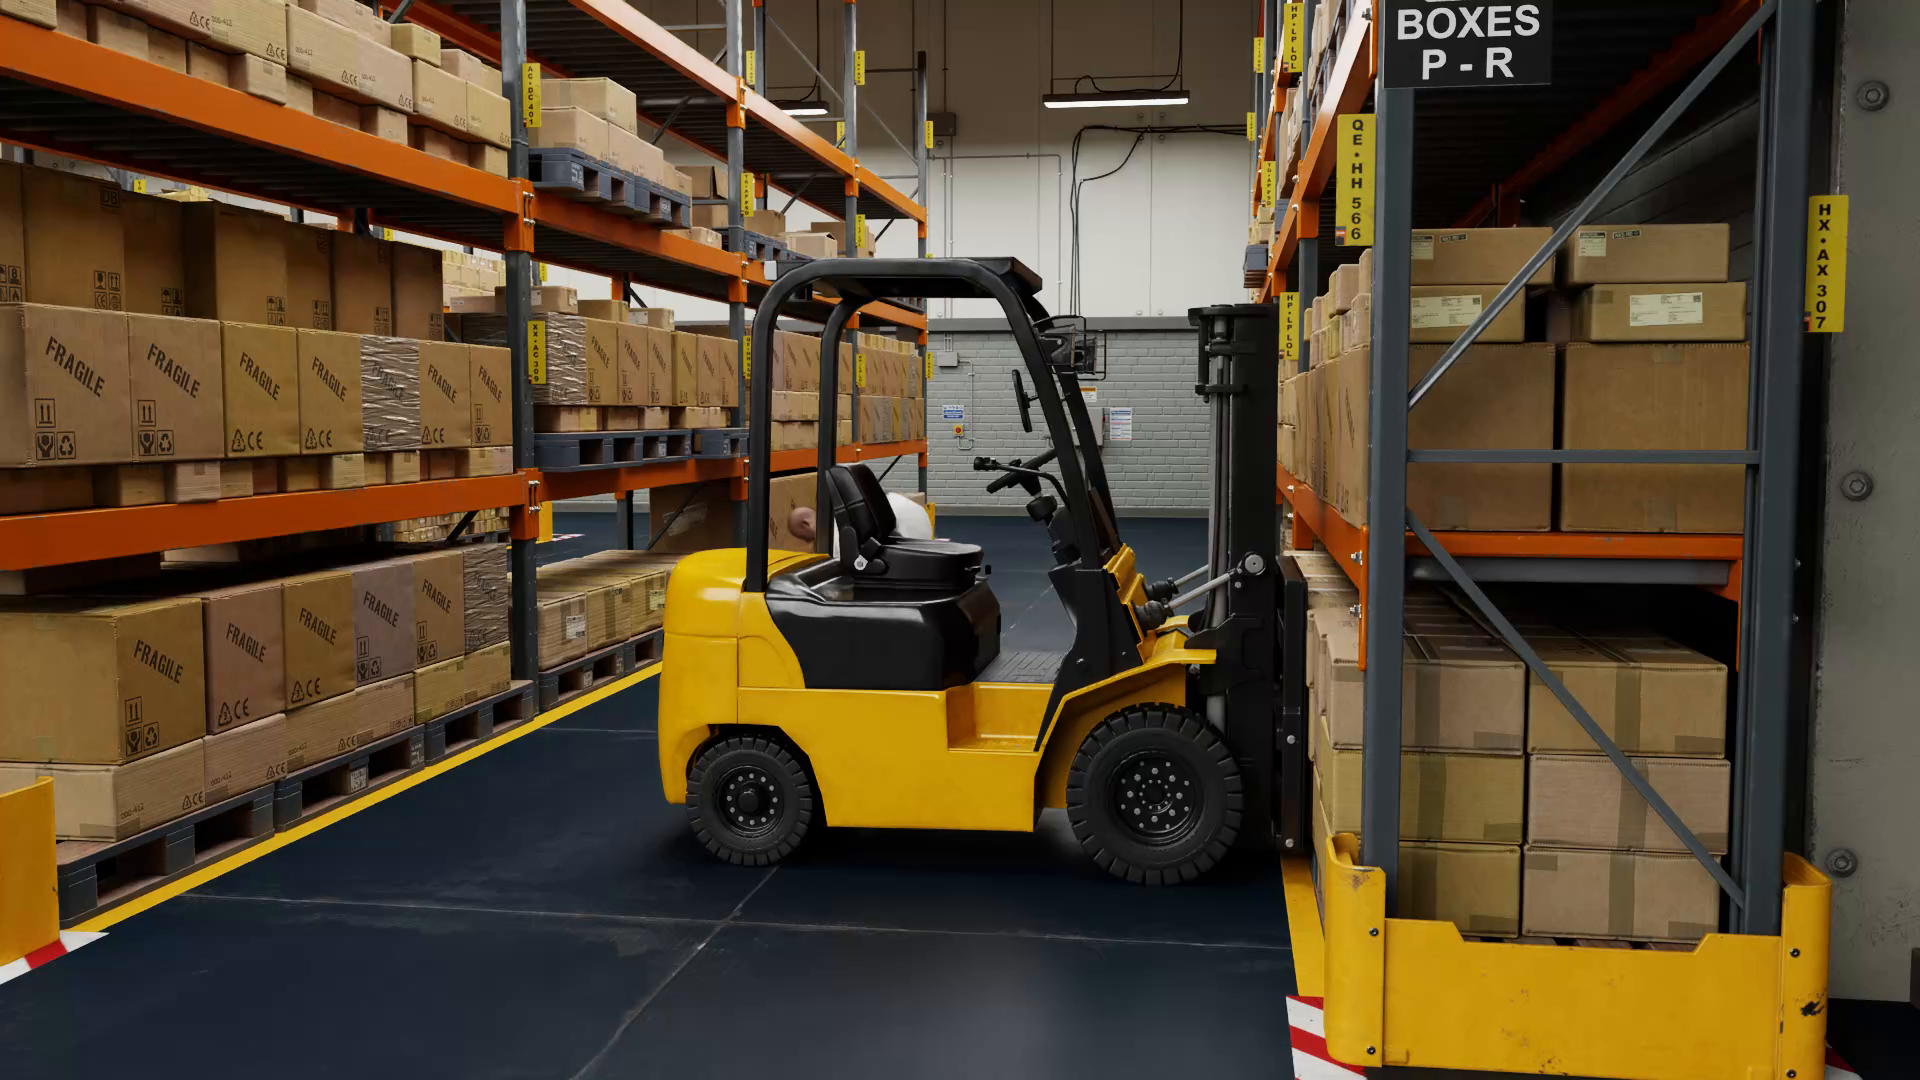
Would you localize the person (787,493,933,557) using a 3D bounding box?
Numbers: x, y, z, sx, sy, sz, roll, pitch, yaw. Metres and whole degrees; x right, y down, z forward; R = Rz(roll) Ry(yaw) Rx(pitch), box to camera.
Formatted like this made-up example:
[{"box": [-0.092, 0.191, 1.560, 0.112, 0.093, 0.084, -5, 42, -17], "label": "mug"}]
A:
[{"box": [-0.653, 0.243, 10.834, 0.950, 1.101, 0.573, 0, 4, 6], "label": "person"}]
